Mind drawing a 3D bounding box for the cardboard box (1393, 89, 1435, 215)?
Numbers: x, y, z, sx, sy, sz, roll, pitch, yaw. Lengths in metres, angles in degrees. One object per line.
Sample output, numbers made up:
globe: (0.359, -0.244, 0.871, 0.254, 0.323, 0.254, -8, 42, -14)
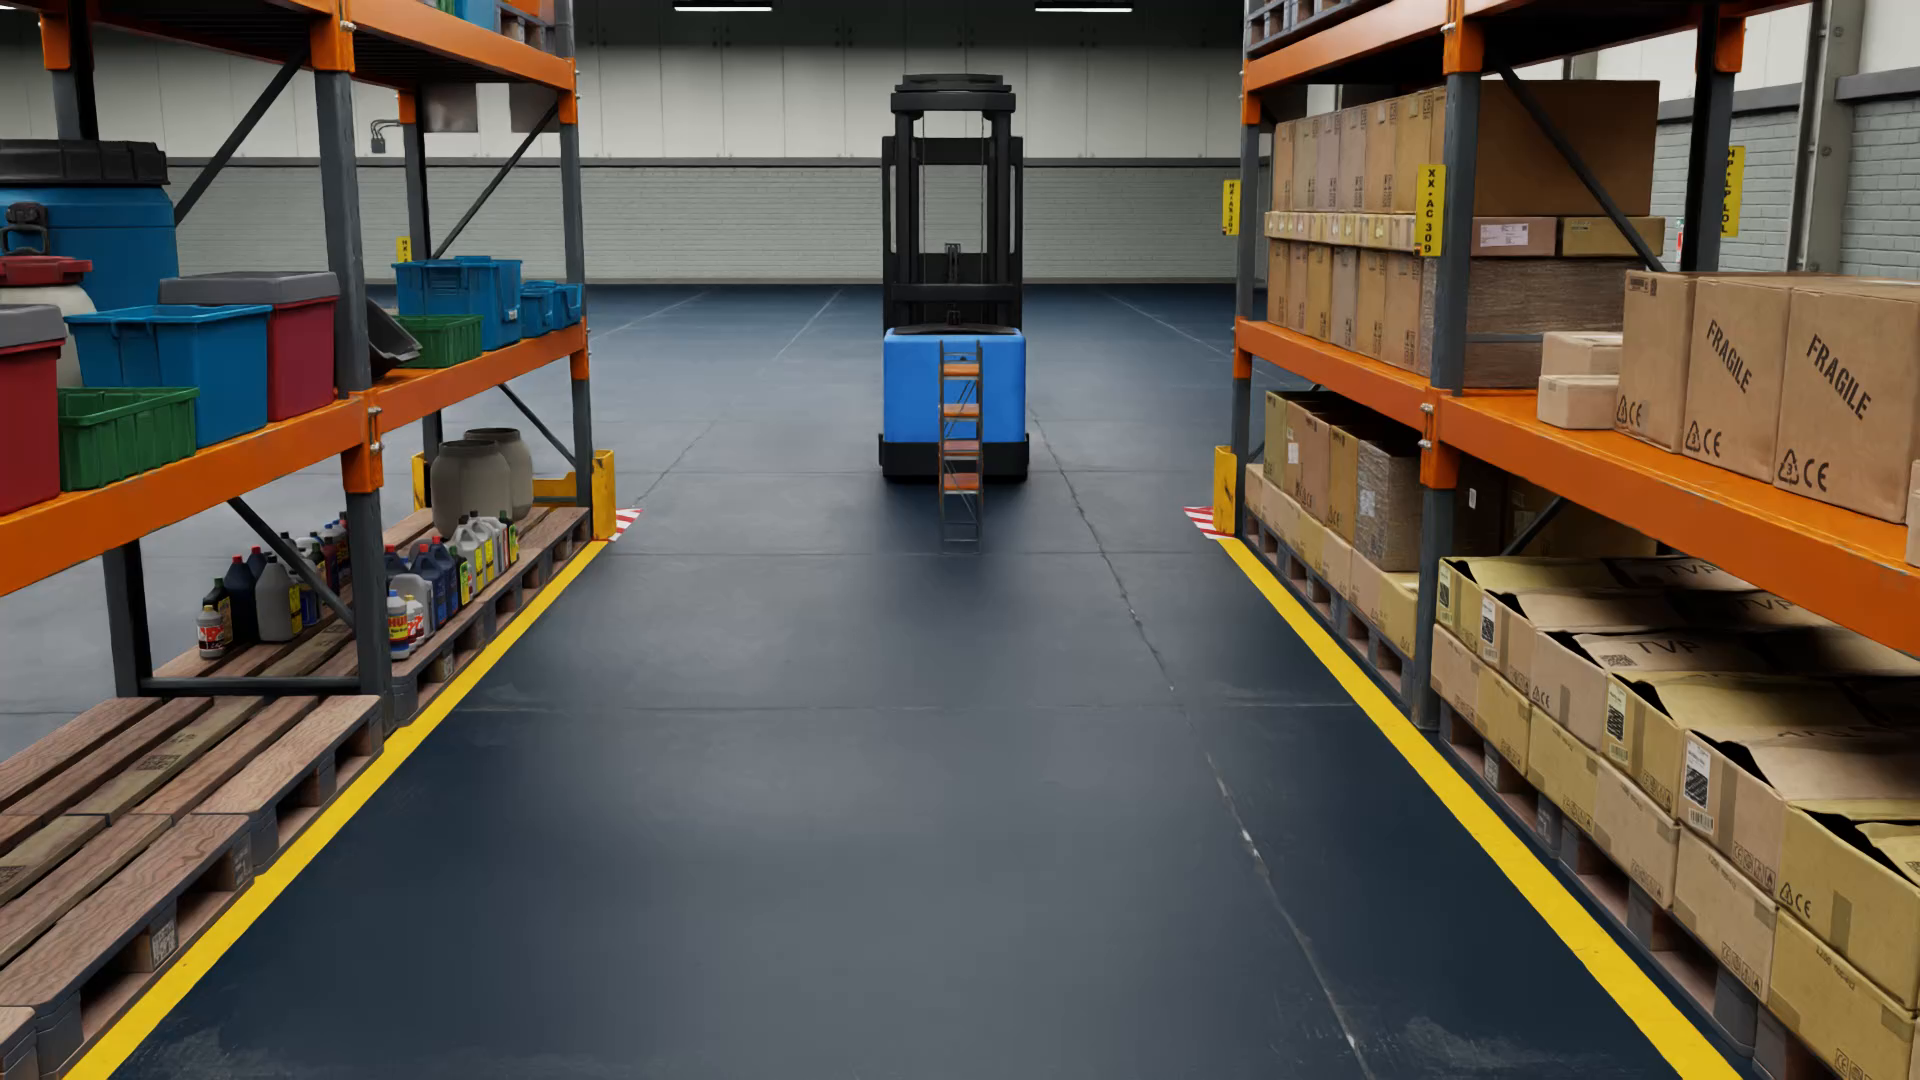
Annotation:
cardboard box: (2.242, -1.616, 6.966, 0.700, 0.500, 0.500, 0, 11, -1)

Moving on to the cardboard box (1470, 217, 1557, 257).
cardboard box: (2.049, -1.163, 6.363, 0.380, 0.149, 0.250, 0, 11, -1)

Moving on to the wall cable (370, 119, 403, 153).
wall cable: (-13.342, -12.491, 40.442, 2.305, 6.003, 0.169, 0, 11, -1)

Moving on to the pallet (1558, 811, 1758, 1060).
pallet: (2.351, 1.013, 4.533, 1.003, 0.211, 1.213, 0, 11, -1)

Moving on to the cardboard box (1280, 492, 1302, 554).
cardboard box: (1.999, -0.090, 8.816, 0.500, 0.250, 0.500, 0, 11, -1)

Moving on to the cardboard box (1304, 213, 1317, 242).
cardboard box: (2.002, -1.621, 8.620, 0.380, 0.149, 0.250, -1, 11, -3)

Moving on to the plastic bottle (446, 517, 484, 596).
plastic bottle: (-2.298, 0.075, 7.699, 0.144, 0.351, 0.185, 0, 11, -2)

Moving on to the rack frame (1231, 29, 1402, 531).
rack frame: (2.186, -1.538, 10.094, 1.000, 3.000, 0.127, 0, 11, -1)

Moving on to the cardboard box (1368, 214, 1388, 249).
cardboard box: (2.030, -1.365, 7.360, 0.380, 0.149, 0.250, 0, 11, -1)

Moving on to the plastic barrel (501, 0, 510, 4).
plastic barrel: (-2.616, -3.060, 8.525, 0.600, 0.588, 0.600, 0, 11, 0)

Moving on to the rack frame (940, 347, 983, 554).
rack frame: (0.008, -0.507, 9.539, 0.240, 1.200, 0.015, 0, 11, -1)

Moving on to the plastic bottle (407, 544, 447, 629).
plastic bottle: (-2.285, 0.197, 7.097, 0.144, 0.351, 0.185, 0, 11, 0)

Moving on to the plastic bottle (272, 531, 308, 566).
plastic bottle: (-2.996, 0.130, 7.428, 0.144, 0.351, 0.185, 0, 11, -2)

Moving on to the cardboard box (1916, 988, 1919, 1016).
cardboard box: (2.094, 0.816, 2.940, 0.500, 0.311, 0.500, 0, 11, 0)

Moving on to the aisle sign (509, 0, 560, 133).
aisle sign: (-2.471, -2.808, 9.816, 0.394, 0.787, 0.004, 0, 11, -1)

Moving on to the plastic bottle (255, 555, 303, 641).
plastic bottle: (-2.841, 0.232, 6.926, 0.144, 0.351, 0.185, 0, 11, -1)

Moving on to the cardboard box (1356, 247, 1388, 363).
cardboard box: (2.229, -1.084, 7.608, 0.700, 0.500, 0.500, 0, 11, 0)

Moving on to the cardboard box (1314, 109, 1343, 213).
cardboard box: (2.212, -1.914, 8.437, 0.700, 0.500, 0.500, 0, 11, -1)

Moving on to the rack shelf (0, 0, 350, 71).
rack shelf: (-2.642, -1.443, 3.892, 1.077, 0.370, 4.000, 0, 11, -1)

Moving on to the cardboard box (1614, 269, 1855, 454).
cardboard box: (2.279, -0.534, 4.896, 0.500, 0.500, 0.500, 1, 11, 3)

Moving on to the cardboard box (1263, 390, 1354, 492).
cardboard box: (1.987, -0.557, 9.232, 0.500, 0.500, 0.500, 0, 11, -1)

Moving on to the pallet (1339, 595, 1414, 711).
pallet: (2.294, 0.466, 7.232, 1.003, 0.211, 1.213, 0, 11, -1)

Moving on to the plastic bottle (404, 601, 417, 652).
plastic bottle: (-2.254, 0.347, 6.733, 0.097, 0.201, 0.097, 0, 11, 0)

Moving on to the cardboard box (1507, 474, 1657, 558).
cardboard box: (2.572, -0.062, 6.793, 0.500, 0.500, 0.500, 0, 11, -1)

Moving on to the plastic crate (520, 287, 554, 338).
plastic crate: (-2.449, -1.218, 8.892, 0.499, 0.251, 0.408, 0, 11, -1)

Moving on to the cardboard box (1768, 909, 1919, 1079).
cardboard box: (2.082, 0.988, 3.503, 0.500, 0.250, 0.500, 0, 11, -2)

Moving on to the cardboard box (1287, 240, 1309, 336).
cardboard box: (2.199, -1.389, 9.112, 0.700, 0.500, 0.500, 0, 11, 0)

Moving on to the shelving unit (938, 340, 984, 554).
shelving unit: (0.003, -0.555, 9.778, 0.258, 1.200, 0.503, 0, 11, -1)

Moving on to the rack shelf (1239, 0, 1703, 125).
rack shelf: (2.227, -2.258, 7.908, 1.077, 0.370, 4.000, 0, 11, -1)

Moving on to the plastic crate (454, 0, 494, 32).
plastic crate: (-2.426, -2.602, 7.839, 0.392, 0.384, 0.575, 0, 11, -1)

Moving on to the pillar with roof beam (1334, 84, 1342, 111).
pillar with roof beam: (3.218, -9.116, 32.362, 9.100, 9.000, 0.400, 0, 11, -1)

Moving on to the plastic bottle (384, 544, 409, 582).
plastic bottle: (-2.430, 0.198, 7.094, 0.144, 0.351, 0.185, 0, 11, -1)

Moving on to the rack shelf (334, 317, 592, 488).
rack shelf: (-2.725, -0.768, 8.110, 1.077, 0.370, 4.000, 0, 11, -1)

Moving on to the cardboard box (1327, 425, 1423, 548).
cardboard box: (2.028, -0.258, 7.762, 0.500, 0.500, 0.500, 0, 11, -1)

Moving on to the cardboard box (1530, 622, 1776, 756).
cardboard box: (2.045, 0.410, 4.943, 0.500, 0.311, 0.500, -1, 11, -3)

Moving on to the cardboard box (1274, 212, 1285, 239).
cardboard box: (1.987, -1.773, 9.372, 0.380, 0.149, 0.250, -1, 11, -3)

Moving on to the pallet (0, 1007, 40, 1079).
pallet: (-2.578, 1.285, 3.196, 1.003, 0.211, 1.213, 0, 11, -1)

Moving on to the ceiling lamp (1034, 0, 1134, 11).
ceiling lamp: (2.518, -12.399, 33.861, 2.000, 3.185, 0.800, 0, 11, -1)

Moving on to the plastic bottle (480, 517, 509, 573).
plastic bottle: (-2.312, 0.015, 8.187, 0.152, 0.276, 0.135, 0, 11, -1)

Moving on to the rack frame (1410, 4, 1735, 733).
rack frame: (2.269, -0.743, 6.175, 1.000, 3.000, 0.127, 0, 11, -1)

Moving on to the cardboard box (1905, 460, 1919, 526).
cardboard box: (2.269, -0.078, 3.529, 0.380, 0.149, 0.250, 1, 11, 3)

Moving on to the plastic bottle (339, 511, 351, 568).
plastic bottle: (-3.054, 0.004, 8.219, 0.061, 0.283, 0.133, 0, 11, 0)

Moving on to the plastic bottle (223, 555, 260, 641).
plastic bottle: (-2.985, 0.233, 6.923, 0.144, 0.351, 0.185, -1, 11, -3)

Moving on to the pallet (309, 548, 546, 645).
pallet: (-2.684, 0.267, 8.213, 1.003, 0.211, 1.213, 0, 11, -1)

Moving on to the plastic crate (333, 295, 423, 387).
plastic crate: (-2.567, -0.797, 6.600, 0.767, 0.338, 0.504, 0, 11, -1)

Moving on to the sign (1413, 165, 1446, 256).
sign: (1.714, -1.203, 6.068, 0.100, 0.325, 0.005, 0, 11, -1)

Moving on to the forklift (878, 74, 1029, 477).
forklift: (-1.138, -1.853, 9.889, 3.399, 3.703, 9.586, 0, 11, -1)

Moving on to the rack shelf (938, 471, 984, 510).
rack shelf: (0.003, -0.295, 9.830, 0.258, 0.148, 0.480, 0, 11, -1)

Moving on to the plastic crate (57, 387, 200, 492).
plastic crate: (-2.365, -0.274, 4.399, 0.450, 0.188, 0.662, 0, 11, -1)

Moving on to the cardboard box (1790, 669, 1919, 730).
cardboard box: (2.595, 0.506, 4.469, 0.500, 0.311, 0.500, 0, 11, -2)

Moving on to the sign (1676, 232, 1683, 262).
sign: (7.973, -3.235, 18.371, 0.001, 0.329, 0.234, 0, 11, -1)

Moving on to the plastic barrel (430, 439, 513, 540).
plastic barrel: (-2.666, -0.275, 9.069, 0.421, 0.512, 0.421, 0, 11, 0)

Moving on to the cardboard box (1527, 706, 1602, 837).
cardboard box: (2.052, 0.685, 4.998, 0.500, 0.250, 0.500, -1, 11, -3)

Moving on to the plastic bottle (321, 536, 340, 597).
plastic bottle: (-2.889, 0.131, 7.596, 0.061, 0.283, 0.133, 0, 11, -1)

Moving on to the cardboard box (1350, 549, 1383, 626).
cardboard box: (2.040, 0.208, 7.347, 0.500, 0.250, 0.500, 0, 11, -1)
